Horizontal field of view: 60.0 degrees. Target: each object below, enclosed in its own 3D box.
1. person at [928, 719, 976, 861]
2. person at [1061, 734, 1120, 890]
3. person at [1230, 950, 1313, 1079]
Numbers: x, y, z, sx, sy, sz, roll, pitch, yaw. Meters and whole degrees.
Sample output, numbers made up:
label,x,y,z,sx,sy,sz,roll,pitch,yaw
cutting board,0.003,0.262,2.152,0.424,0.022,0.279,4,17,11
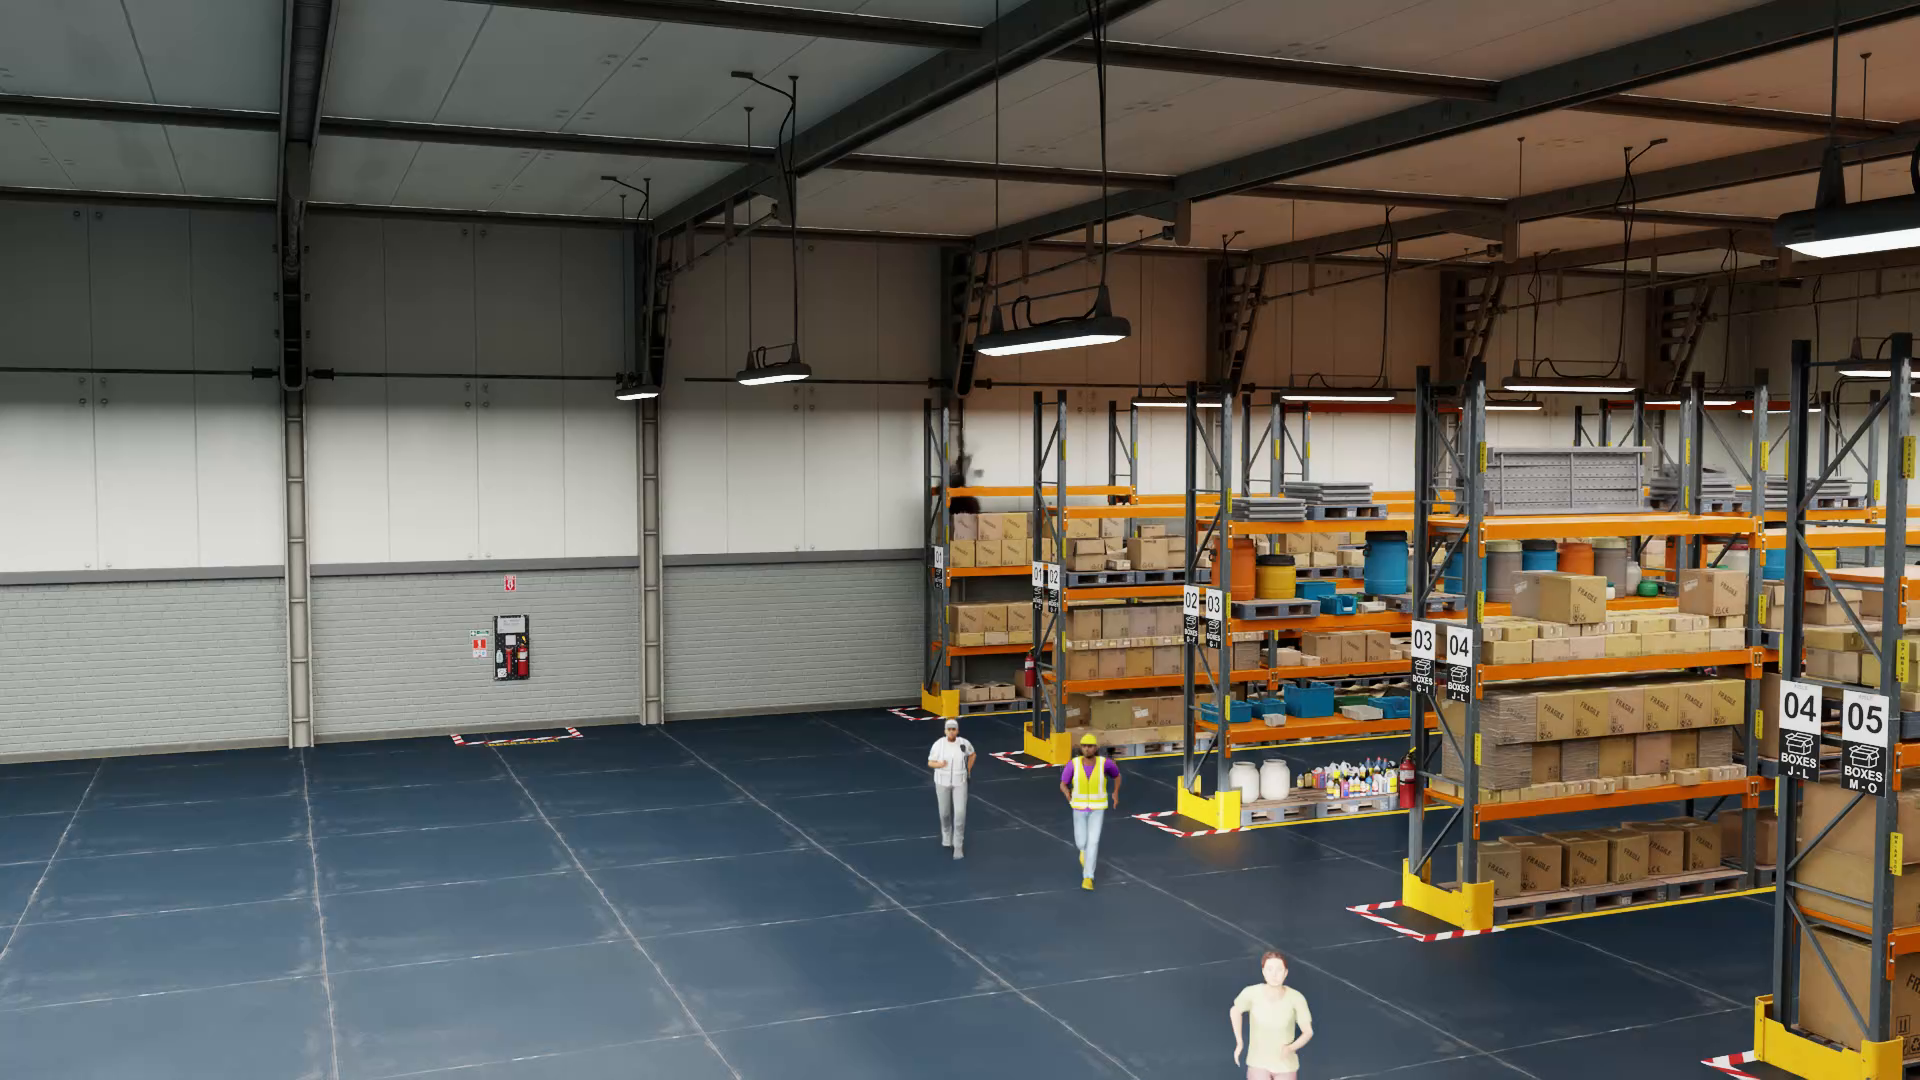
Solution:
label,x,y,z,sx,sy,sz,roll,pitch,yaw
person,-0.105,3.094,20.863,0.596,1.706,0.793,0,3,1
person,1.512,3.142,19.487,0.679,1.735,0.993,1,3,10
person,2.159,3.662,11.523,0.567,1.623,0.537,1,3,9
